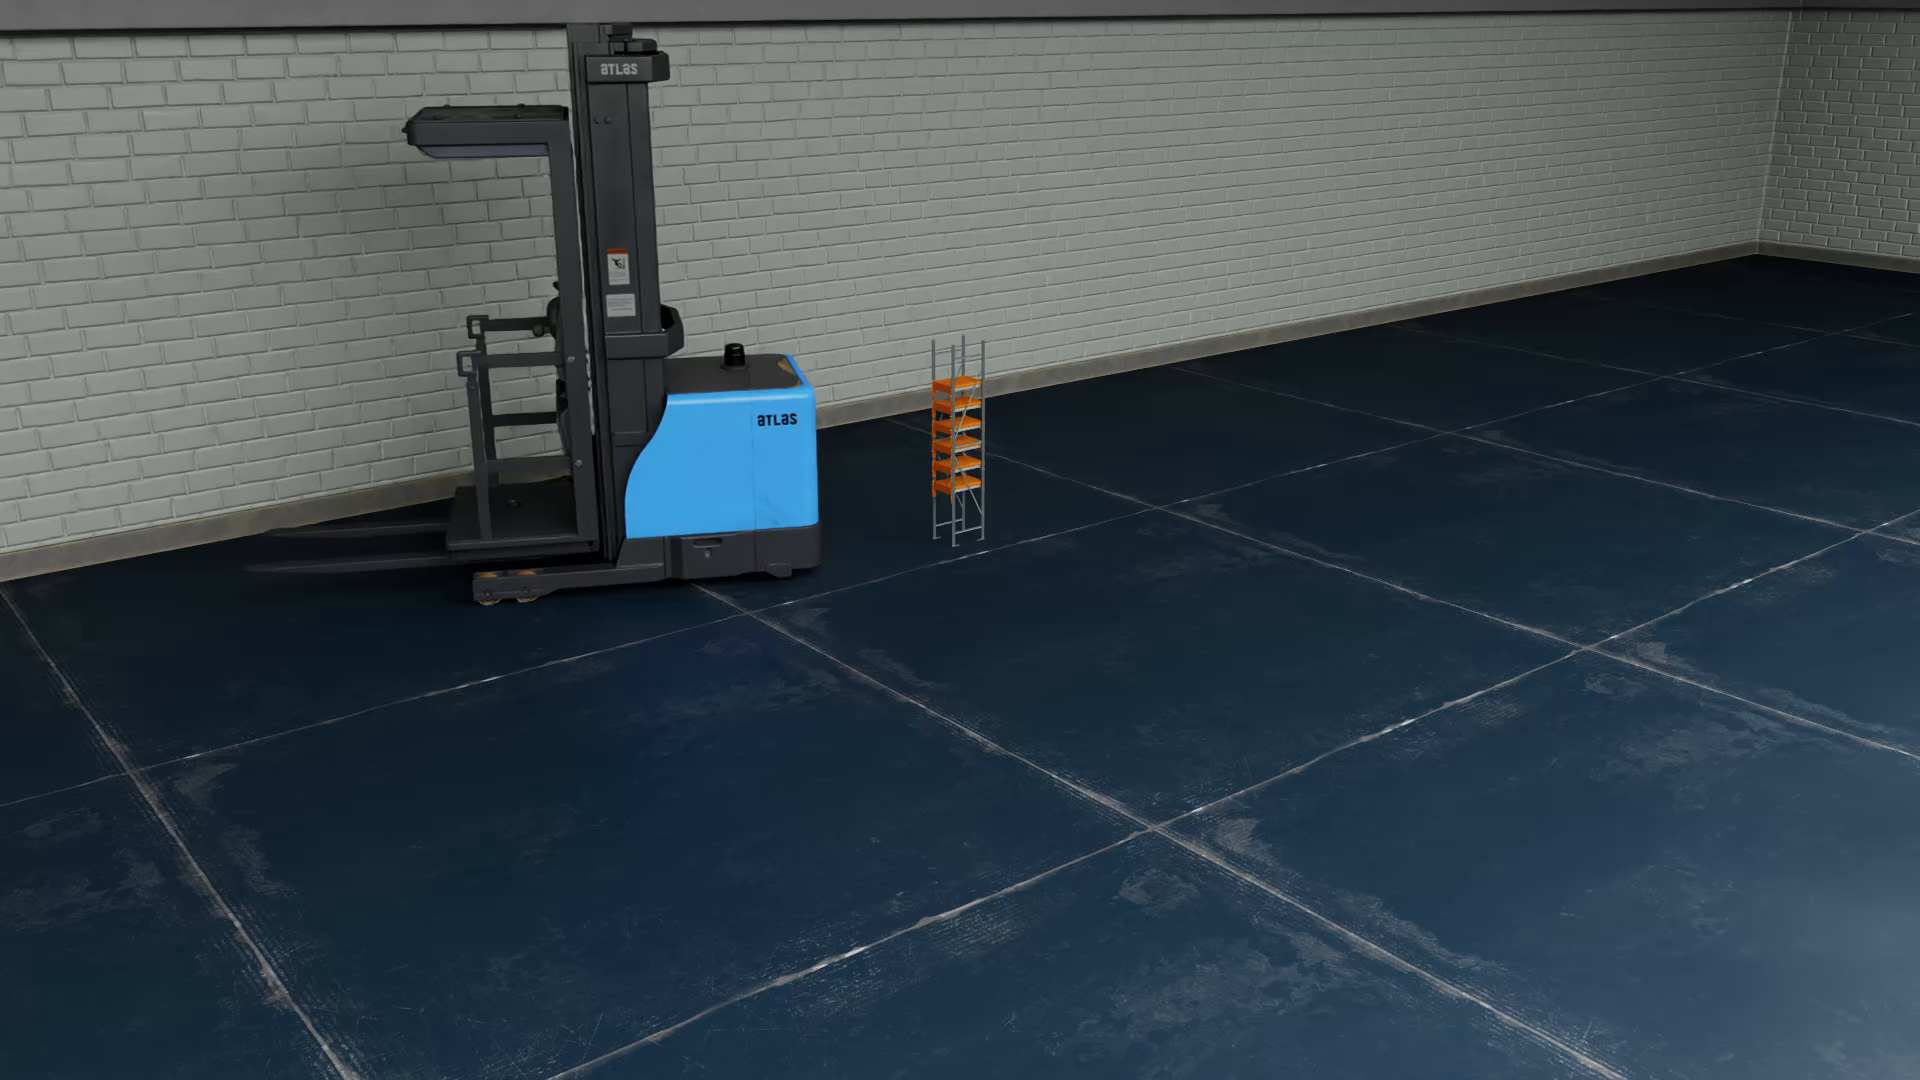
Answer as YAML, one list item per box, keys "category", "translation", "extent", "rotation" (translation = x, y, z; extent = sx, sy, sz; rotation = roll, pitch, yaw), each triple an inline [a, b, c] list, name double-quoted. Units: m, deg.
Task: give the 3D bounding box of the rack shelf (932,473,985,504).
- category: "rack shelf"
  translation: [-0.009, -0.303, 9.774]
  extent: [0.258, 0.103, 0.180]
  rotation: [-14, 23, -36]

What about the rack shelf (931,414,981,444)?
- category: "rack shelf"
  translation: [-0.009, -0.645, 9.661]
  extent: [0.258, 0.103, 0.180]
  rotation: [-14, 23, -36]

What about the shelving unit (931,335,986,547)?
- category: "shelving unit"
  translation: [-0.009, -0.573, 9.685]
  extent: [0.258, 1.200, 0.189]
  rotation: [-14, 23, -36]

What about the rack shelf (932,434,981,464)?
- category: "rack shelf"
  translation: [-0.009, -0.531, 9.699]
  extent: [0.258, 0.103, 0.180]
  rotation: [-14, 23, -36]

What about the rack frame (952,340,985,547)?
- category: "rack frame"
  translation: [0.048, -0.551, 9.617]
  extent: [0.240, 1.200, 0.006]
  rotation: [-14, 23, -36]

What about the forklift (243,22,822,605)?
- category: "forklift"
  translation: [-2.340, -1.228, 8.909]
  extent: [3.031, 2.935, 1.130]
  rotation: [-4, 19, -12]

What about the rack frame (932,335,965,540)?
- category: "rack frame"
  translation: [-0.066, -0.596, 9.753]
  extent: [0.240, 1.200, 0.006]
  rotation: [-14, 23, -36]

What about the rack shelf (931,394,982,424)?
- category: "rack shelf"
  translation: [-0.009, -0.759, 9.623]
  extent: [0.258, 0.103, 0.180]
  rotation: [-14, 23, -36]

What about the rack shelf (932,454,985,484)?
- category: "rack shelf"
  translation: [-0.009, -0.417, 9.736]
  extent: [0.258, 0.103, 0.180]
  rotation: [-14, 23, -36]

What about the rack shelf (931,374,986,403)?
- category: "rack shelf"
  translation: [-0.009, -0.873, 9.585]
  extent: [0.258, 0.103, 0.180]
  rotation: [-14, 23, -36]
